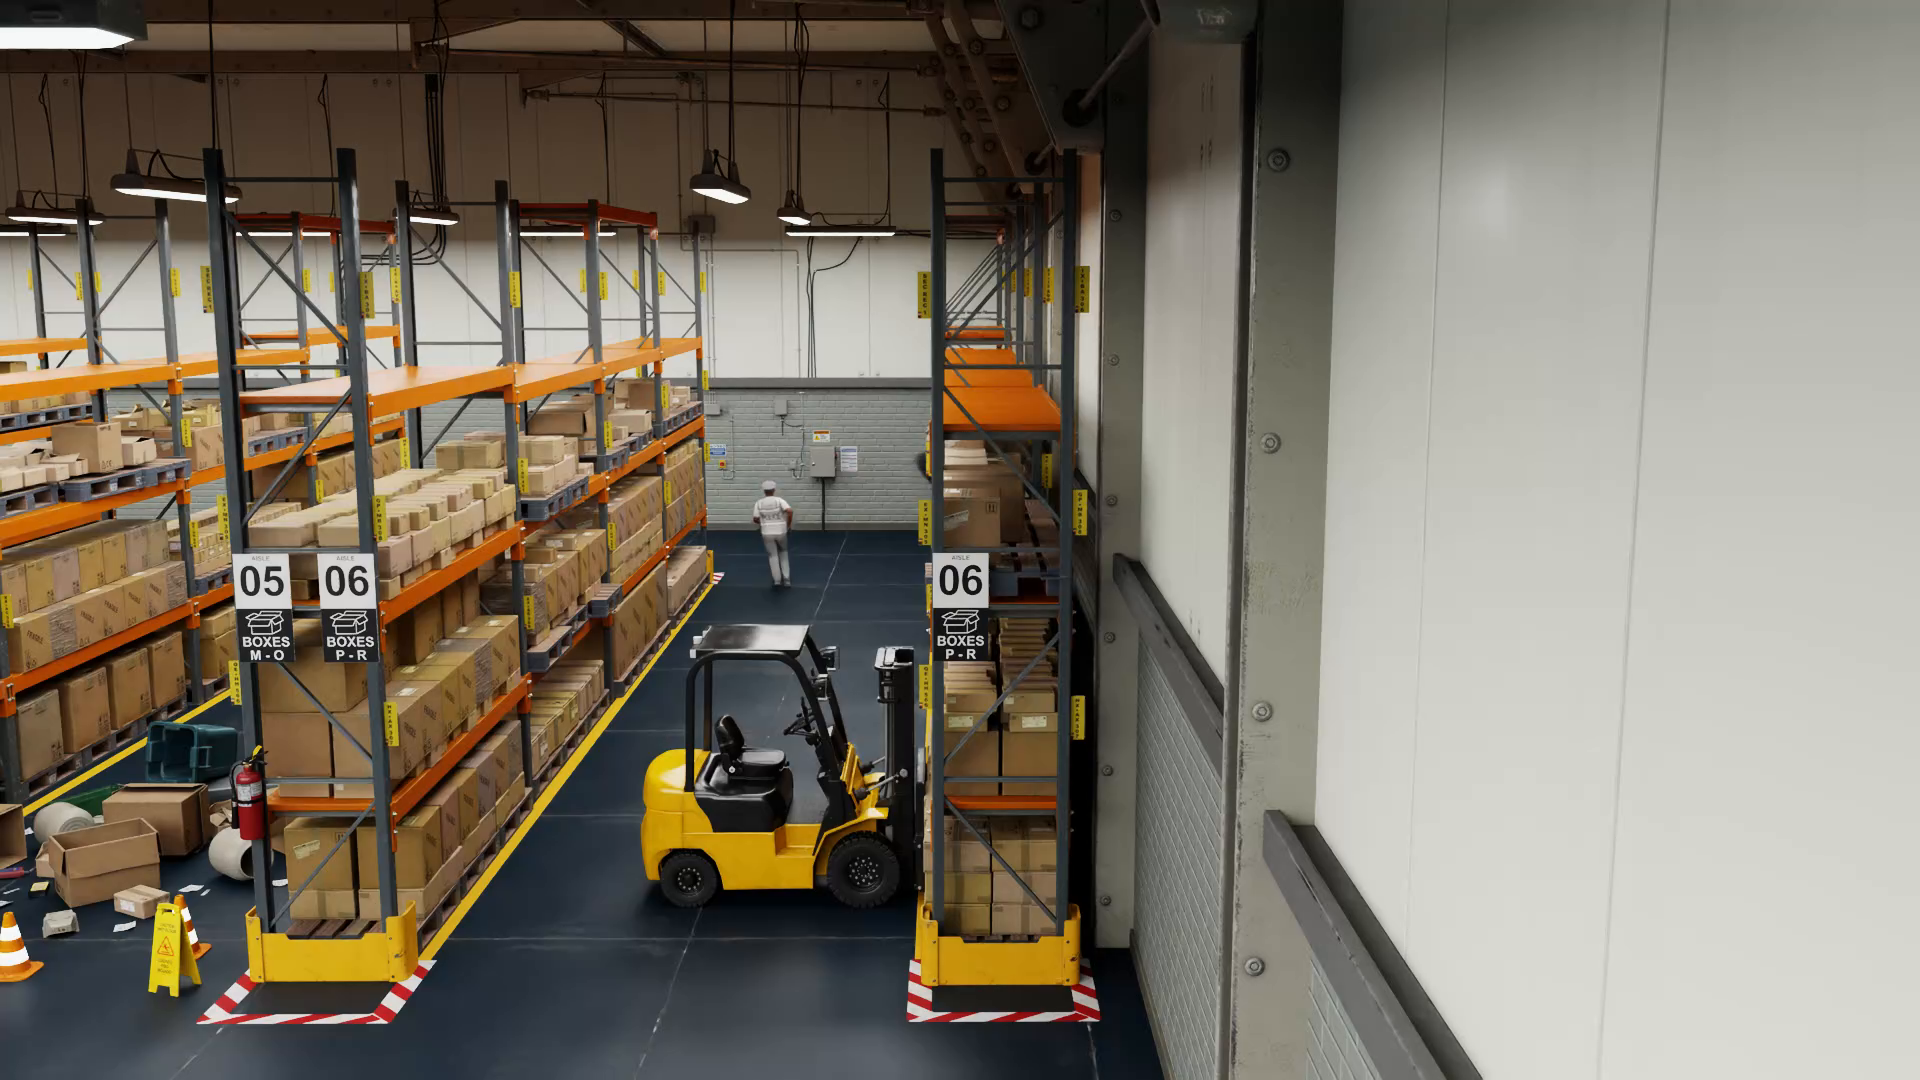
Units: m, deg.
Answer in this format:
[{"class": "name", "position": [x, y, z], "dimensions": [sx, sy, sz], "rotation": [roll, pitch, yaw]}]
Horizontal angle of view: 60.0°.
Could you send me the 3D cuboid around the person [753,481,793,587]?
[{"class": "person", "position": [-3.090, -0.056, 27.466], "dimensions": [0.649, 1.835, 0.759], "rotation": [-1, 9, -9]}]
